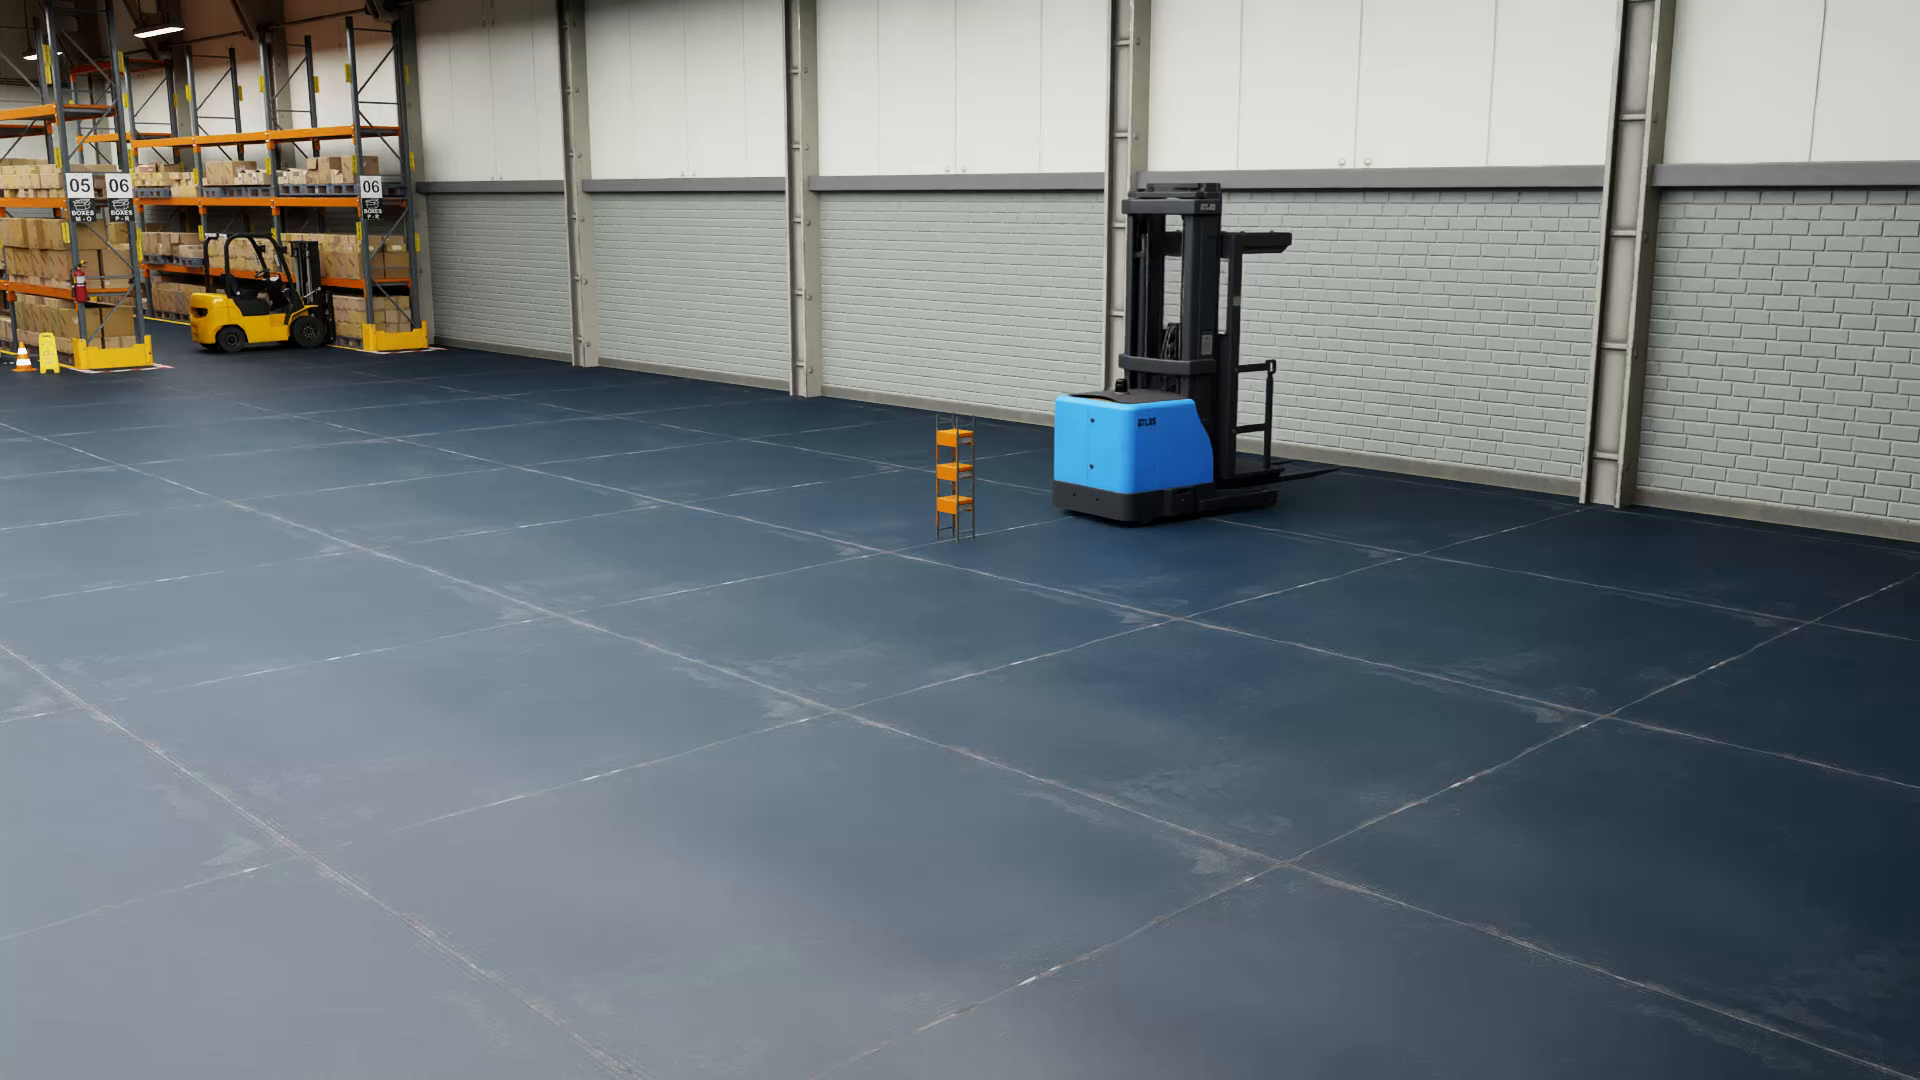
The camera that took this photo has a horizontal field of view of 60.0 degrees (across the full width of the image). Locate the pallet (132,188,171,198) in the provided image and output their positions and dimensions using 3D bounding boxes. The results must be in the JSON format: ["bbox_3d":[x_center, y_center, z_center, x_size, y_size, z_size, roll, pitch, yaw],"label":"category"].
[{"bbox_3d":[-18.570,-8.113,38.889,1.213,0.211,1.003,-11,16,-43],"label":"pallet"}]

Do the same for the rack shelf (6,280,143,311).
[{"bbox_3d":[-15.651,-4.337,29.311,1.077,0.370,4.000,-11,16,-43],"label":"rack shelf"}]

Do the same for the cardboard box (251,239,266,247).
[{"bbox_3d":[-14.577,-6.204,34.735,0.250,0.149,0.380,11,16,44],"label":"cardboard box"}]

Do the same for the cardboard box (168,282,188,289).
[{"bbox_3d":[-18.283,-5.947,38.889,0.380,0.149,0.250,-11,16,-44],"label":"cardboard box"}]

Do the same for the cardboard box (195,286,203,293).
[{"bbox_3d":[-16.943,-5.629,37.344,0.250,0.149,0.380,11,16,42],"label":"cardboard box"}]

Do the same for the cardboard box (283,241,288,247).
[{"bbox_3d":[-13.415,-5.957,33.536,0.380,0.149,0.250,-11,16,-43],"label":"cardboard box"}]

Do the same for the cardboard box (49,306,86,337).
[{"bbox_3d":[-15.375,-3.780,28.740,0.500,0.500,0.500,-10,15,-40],"label":"cardboard box"}]

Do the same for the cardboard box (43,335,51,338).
[{"bbox_3d":[-15.741,-3.489,29.187,0.500,0.250,0.500,11,16,43],"label":"cardboard box"}]

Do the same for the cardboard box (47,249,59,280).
[{"bbox_3d":[-15.187,-4.707,28.337,0.500,0.500,0.500,-11,16,-42],"label":"cardboard box"}]

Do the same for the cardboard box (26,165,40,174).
[{"bbox_3d":[-15.801,-6.361,28.567,0.380,0.149,0.250,-10,16,-41],"label":"cardboard box"}]

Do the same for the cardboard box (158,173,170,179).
[{"bbox_3d":[-17.975,-8.266,37.763,0.380,0.149,0.250,-11,16,-42],"label":"cardboard box"}]

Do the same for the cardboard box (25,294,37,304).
[{"bbox_3d":[-16.421,-4.300,29.657,0.380,0.149,0.250,-10,15,-40],"label":"cardboard box"}]

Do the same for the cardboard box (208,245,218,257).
[{"bbox_3d":[-16.096,-6.326,36.317,0.500,0.250,0.500,-11,16,-43],"label":"cardboard box"}]

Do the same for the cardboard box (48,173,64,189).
[{"bbox_3d":[-14.819,-5.976,27.684,0.500,0.250,0.500,-11,16,-43],"label":"cardboard box"}]

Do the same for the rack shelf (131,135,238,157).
[{"bbox_3d":[-17.589,-8.939,37.773,1.077,0.370,4.000,-11,16,-43],"label":"rack shelf"}]

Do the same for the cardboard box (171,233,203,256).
[{"bbox_3d":[-17.469,-6.726,37.827,0.637,0.503,0.797,11,16,44],"label":"cardboard box"}]

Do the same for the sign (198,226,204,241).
[{"bbox_3d":[-16.593,-6.708,36.366,0.100,0.325,0.005,-11,16,-43],"label":"sign"}]

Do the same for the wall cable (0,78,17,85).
[{"bbox_3d":[-26.865,-10.967,44.750,2.988,3.039,0.133,-11,16,-43],"label":"wall cable"}]

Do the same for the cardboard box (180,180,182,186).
[{"bbox_3d":[-17.294,-8.022,37.366,0.380,0.149,0.250,-11,16,-42],"label":"cardboard box"}]

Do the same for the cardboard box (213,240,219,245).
[{"bbox_3d":[-16.015,-6.497,36.160,0.380,0.149,0.250,-10,16,-41],"label":"cardboard box"}]

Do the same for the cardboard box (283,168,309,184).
[{"bbox_3d":[-13.047,-7.198,32.915,0.500,0.311,0.500,-10,16,-41],"label":"cardboard box"}]

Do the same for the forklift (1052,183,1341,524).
[{"bbox_3d":[2.315,-1.787,15.322,3.031,2.935,1.130,-9,15,-37],"label":"forklift"}]

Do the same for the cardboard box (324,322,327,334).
[{"bbox_3d":[-12.286,-4.194,32.608,0.500,0.250,0.500,-10,15,-41],"label":"cardboard box"}]

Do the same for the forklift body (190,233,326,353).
[{"bbox_3d":[-13.312,-4.696,31.377,2.313,2.155,1.214,-11,16,-43],"label":"forklift body"}]

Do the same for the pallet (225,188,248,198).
[{"bbox_3d":[-14.900,-7.384,35.355,1.003,0.211,1.213,-10,15,-40],"label":"pallet"}]

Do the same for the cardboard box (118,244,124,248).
[{"bbox_3d":[-20.189,-7.099,40.570,0.500,0.250,0.500,-11,16,-43],"label":"cardboard box"}]

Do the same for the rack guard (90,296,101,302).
[{"bbox_3d":[-21.680,-6.189,42.714,1.175,0.500,0.348,-11,16,-43],"label":"rack guard"}]

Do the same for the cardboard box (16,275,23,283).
[{"bbox_3d":[-16.835,-4.738,30.097,0.380,0.149,0.250,-10,15,-41],"label":"cardboard box"}]

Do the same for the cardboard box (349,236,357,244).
[{"bbox_3d":[-11.275,-5.657,31.341,0.380,0.149,0.250,-11,16,-42],"label":"cardboard box"}]

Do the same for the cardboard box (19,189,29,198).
[{"bbox_3d":[-16.168,-6.047,29.019,0.380,0.149,0.250,-11,16,-44],"label":"cardboard box"}]

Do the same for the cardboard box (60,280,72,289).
[{"bbox_3d":[-14.938,-4.321,28.072,0.380,0.149,0.250,-11,16,-43],"label":"cardboard box"}]

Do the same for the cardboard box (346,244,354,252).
[{"bbox_3d":[-11.323,-5.501,31.323,0.380,0.149,0.250,-11,16,-42],"label":"cardboard box"}]

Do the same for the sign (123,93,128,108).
[{"bbox_3d":[-19.375,-10.203,38.621,0.100,0.325,0.005,-11,16,-43],"label":"sign"}]

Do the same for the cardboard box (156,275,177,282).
[{"bbox_3d":[-18.700,-6.165,39.211,0.250,0.149,0.380,11,16,42],"label":"cardboard box"}]

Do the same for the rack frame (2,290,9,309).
[{"bbox_3d":[-19.795,-5.565,33.489,1.000,3.000,0.127,-11,16,-43],"label":"rack frame"}]

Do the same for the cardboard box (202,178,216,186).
[{"bbox_3d":[-16.186,-7.773,36.065,0.380,0.166,0.250,-11,16,-43],"label":"cardboard box"}]

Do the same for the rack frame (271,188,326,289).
[{"bbox_3d":[-13.445,-5.673,34.015,1.000,3.000,0.127,-11,16,-43],"label":"rack frame"}]

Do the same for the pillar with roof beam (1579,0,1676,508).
[{"bbox_3d":[2.949,-4.153,11.766,9.100,9.000,0.400,-11,16,-43],"label":"pillar with roof beam"}]

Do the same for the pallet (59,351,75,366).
[{"bbox_3d":[-14.858,-3.166,28.756,1.003,0.211,1.213,-11,16,-43],"label":"pallet"}]

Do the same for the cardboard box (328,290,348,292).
[{"bbox_3d":[-12.605,-4.905,33.583,0.500,0.250,0.500,-11,16,-43],"label":"cardboard box"}]

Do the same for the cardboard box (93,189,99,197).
[{"bbox_3d":[-14.511,-5.863,28.124,0.250,0.149,0.380,11,16,43],"label":"cardboard box"}]

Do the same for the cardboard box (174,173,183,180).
[{"bbox_3d":[-17.379,-8.156,37.276,0.380,0.149,0.250,-11,16,-44],"label":"cardboard box"}]

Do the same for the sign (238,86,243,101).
[{"bbox_3d":[-15.809,-9.808,36.511,0.100,0.325,0.005,-11,16,-43],"label":"sign"}]

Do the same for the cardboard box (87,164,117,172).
[{"bbox_3d":[-14.368,-6.214,27.854,0.380,0.149,0.250,-11,16,-43],"label":"cardboard box"}]

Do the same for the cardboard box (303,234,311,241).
[{"bbox_3d":[-12.709,-5.950,32.767,0.380,0.149,0.250,-11,16,-43],"label":"cardboard box"}]

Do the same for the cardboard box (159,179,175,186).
[{"bbox_3d":[-17.971,-8.122,37.800,0.380,0.149,0.250,-10,16,-41],"label":"cardboard box"}]

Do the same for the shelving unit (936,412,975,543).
[{"bbox_3d":[-0.037,-0.522,13.843,0.215,1.050,0.252,-11,16,-43],"label":"shelving unit"}]

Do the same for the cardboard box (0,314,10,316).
[{"bbox_3d":[-18.377,-4.182,32.246,0.950,0.372,0.625,-10,15,-41],"label":"cardboard box"}]

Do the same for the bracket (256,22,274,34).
[{"bbox_3d":[-14.625,-10.784,35.032,0.235,0.232,0.430,-11,16,-43],"label":"bracket"}]

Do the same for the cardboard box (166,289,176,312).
[{"bbox_3d":[-18.082,-5.571,38.670,0.500,0.500,0.500,11,16,43],"label":"cardboard box"}]

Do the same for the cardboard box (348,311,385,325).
[{"bbox_3d":[-11.245,-4.221,31.500,0.500,0.250,0.500,-11,16,-43],"label":"cardboard box"}]

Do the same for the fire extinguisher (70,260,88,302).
[{"bbox_3d":[-14.525,-4.279,27.437,0.296,0.674,0.183,-11,16,-43],"label":"fire extinguisher"}]
